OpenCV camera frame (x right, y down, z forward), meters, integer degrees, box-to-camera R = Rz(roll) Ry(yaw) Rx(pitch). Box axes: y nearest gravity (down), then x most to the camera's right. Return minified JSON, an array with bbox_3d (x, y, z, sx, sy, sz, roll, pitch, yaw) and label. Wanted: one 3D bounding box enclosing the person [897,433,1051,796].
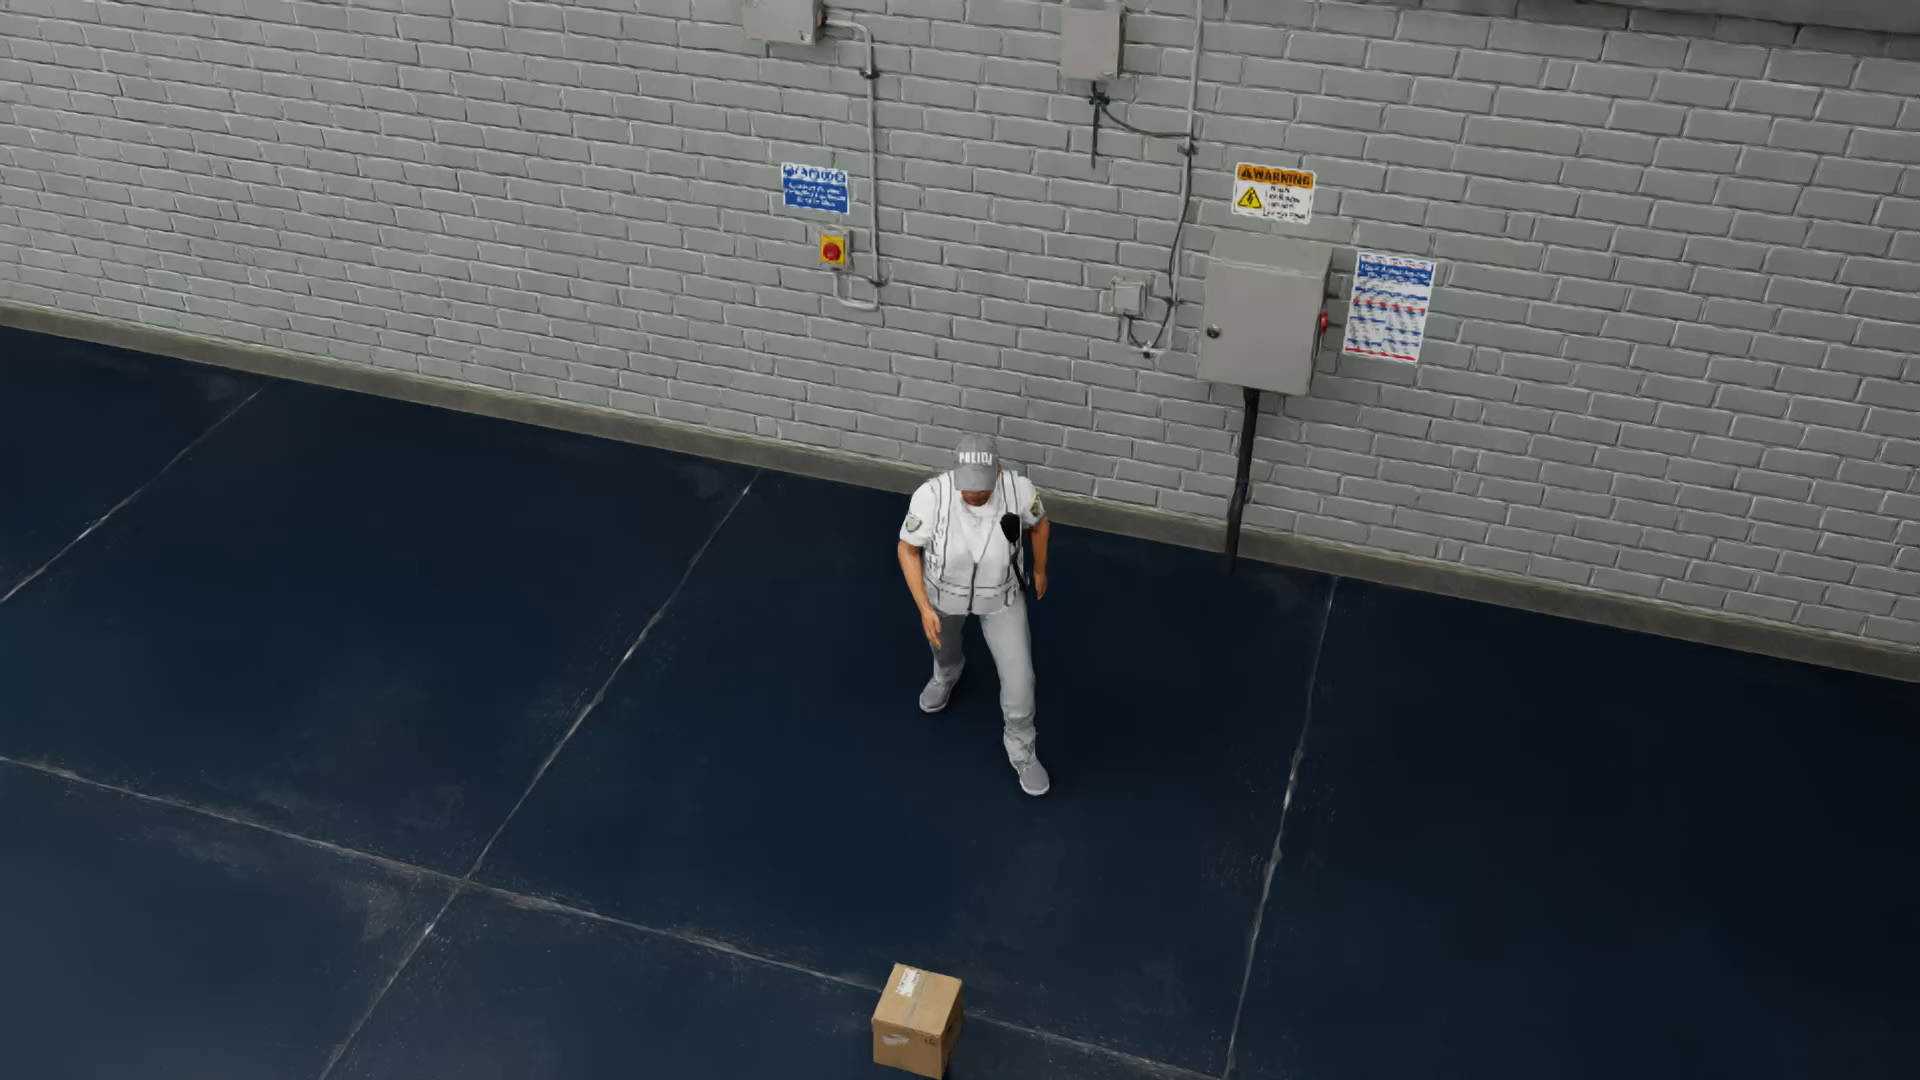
[{"bbox_3d":[0.075,0.192,6.658,0.627,1.612,0.779,2,37,2],"label":"person"}]
